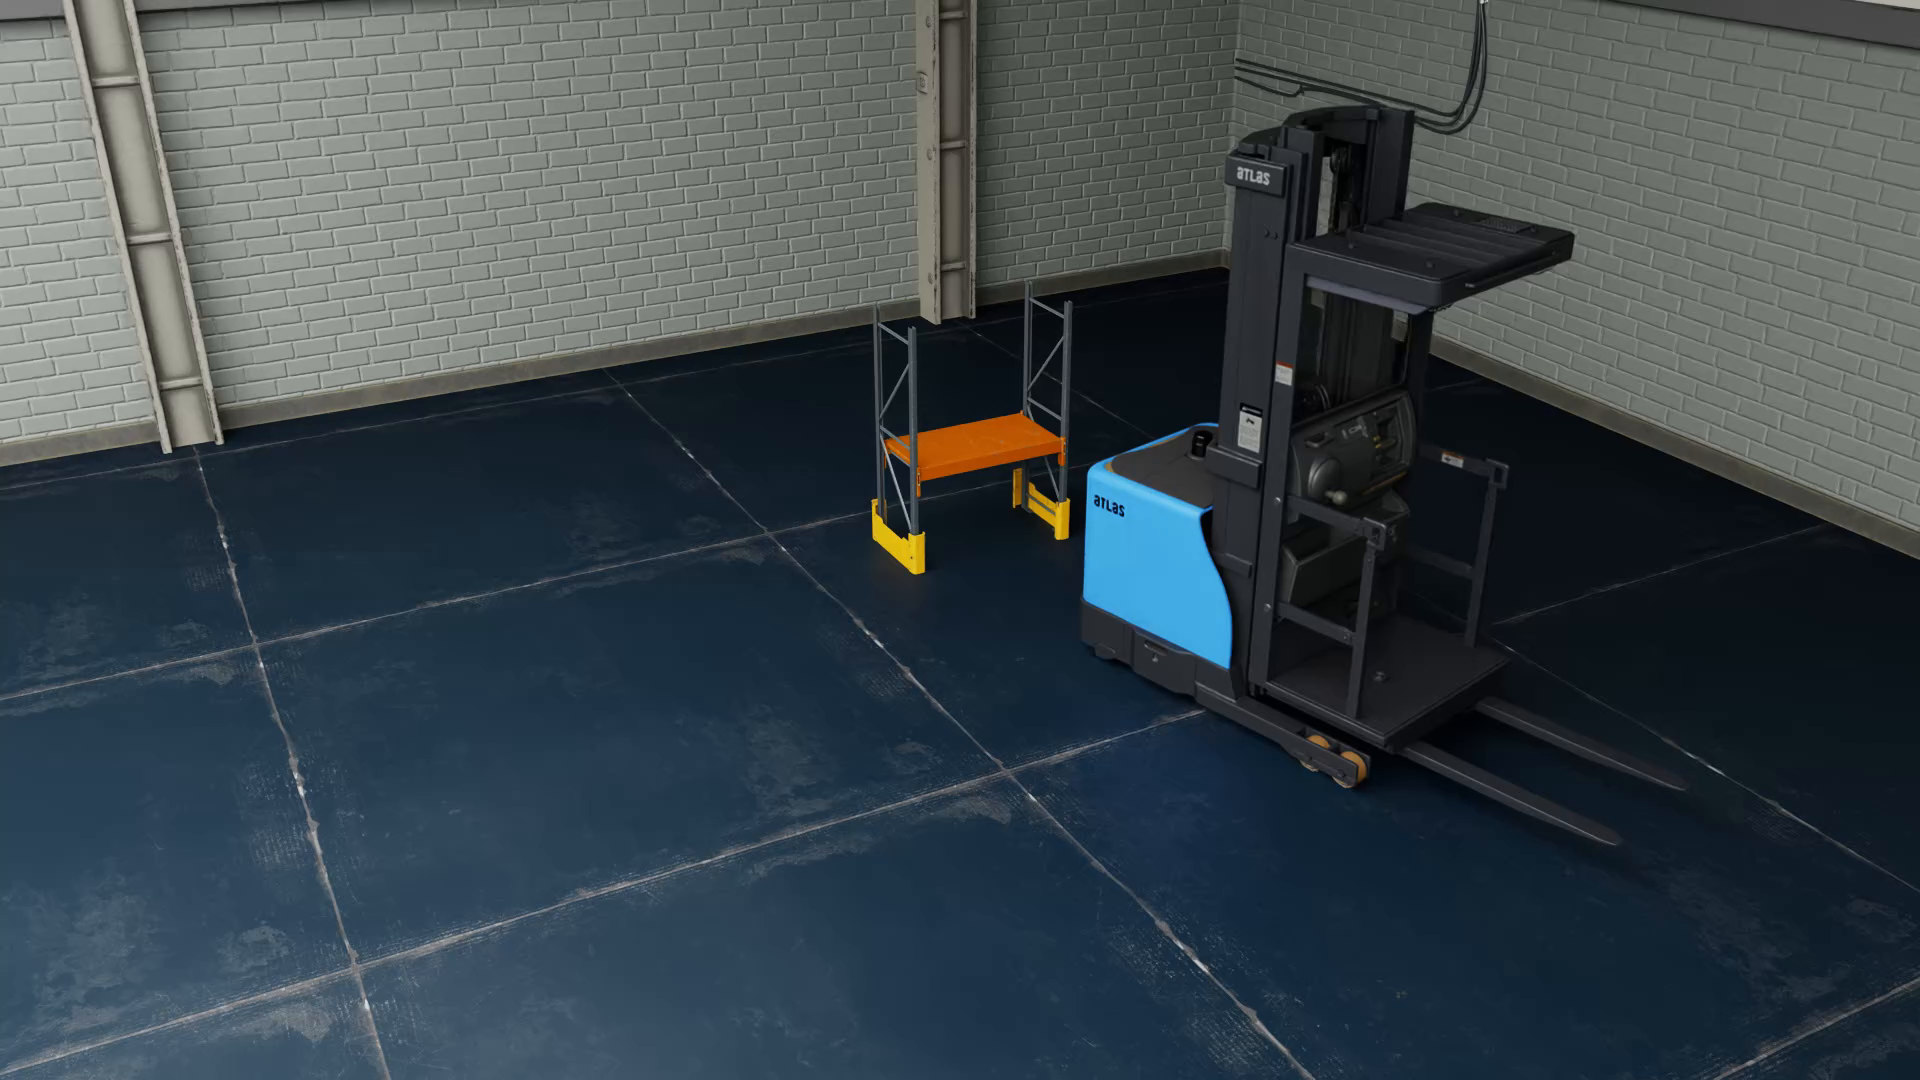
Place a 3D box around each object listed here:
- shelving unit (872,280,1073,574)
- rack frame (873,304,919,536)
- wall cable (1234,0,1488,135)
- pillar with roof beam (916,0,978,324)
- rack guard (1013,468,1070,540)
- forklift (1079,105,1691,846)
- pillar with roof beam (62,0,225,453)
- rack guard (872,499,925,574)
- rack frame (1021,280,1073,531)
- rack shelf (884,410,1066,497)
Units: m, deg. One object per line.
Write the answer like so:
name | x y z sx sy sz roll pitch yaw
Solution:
shelving unit | 0.067 -0.692 9.958 1.083 1.500 0.587 -13 29 -25
rack frame | -0.373 -0.590 9.746 0.032 1.500 0.500 -13 29 -25
wall cable | 3.115 -4.670 13.167 0.112 2.526 3.097 -13 29 -25
pillar with roof beam | 1.919 -4.330 8.872 0.400 9.000 9.100 -13 29 -25
rack guard | 0.507 -0.230 10.439 0.087 0.250 0.587 -13 29 -25
forklift | 2.006 -0.407 7.711 1.130 2.935 3.031 -22 33 -37
pillar with roof beam | -3.375 -3.108 6.327 0.400 9.000 9.100 -13 29 -25
rack guard | -0.372 -0.027 10.017 0.087 0.250 0.587 -13 29 -25
rack frame | 0.524 -0.797 10.177 0.032 1.500 0.500 -13 29 -25
rack shelf | 0.075 -0.531 10.039 1.000 0.185 0.538 -13 29 -25
